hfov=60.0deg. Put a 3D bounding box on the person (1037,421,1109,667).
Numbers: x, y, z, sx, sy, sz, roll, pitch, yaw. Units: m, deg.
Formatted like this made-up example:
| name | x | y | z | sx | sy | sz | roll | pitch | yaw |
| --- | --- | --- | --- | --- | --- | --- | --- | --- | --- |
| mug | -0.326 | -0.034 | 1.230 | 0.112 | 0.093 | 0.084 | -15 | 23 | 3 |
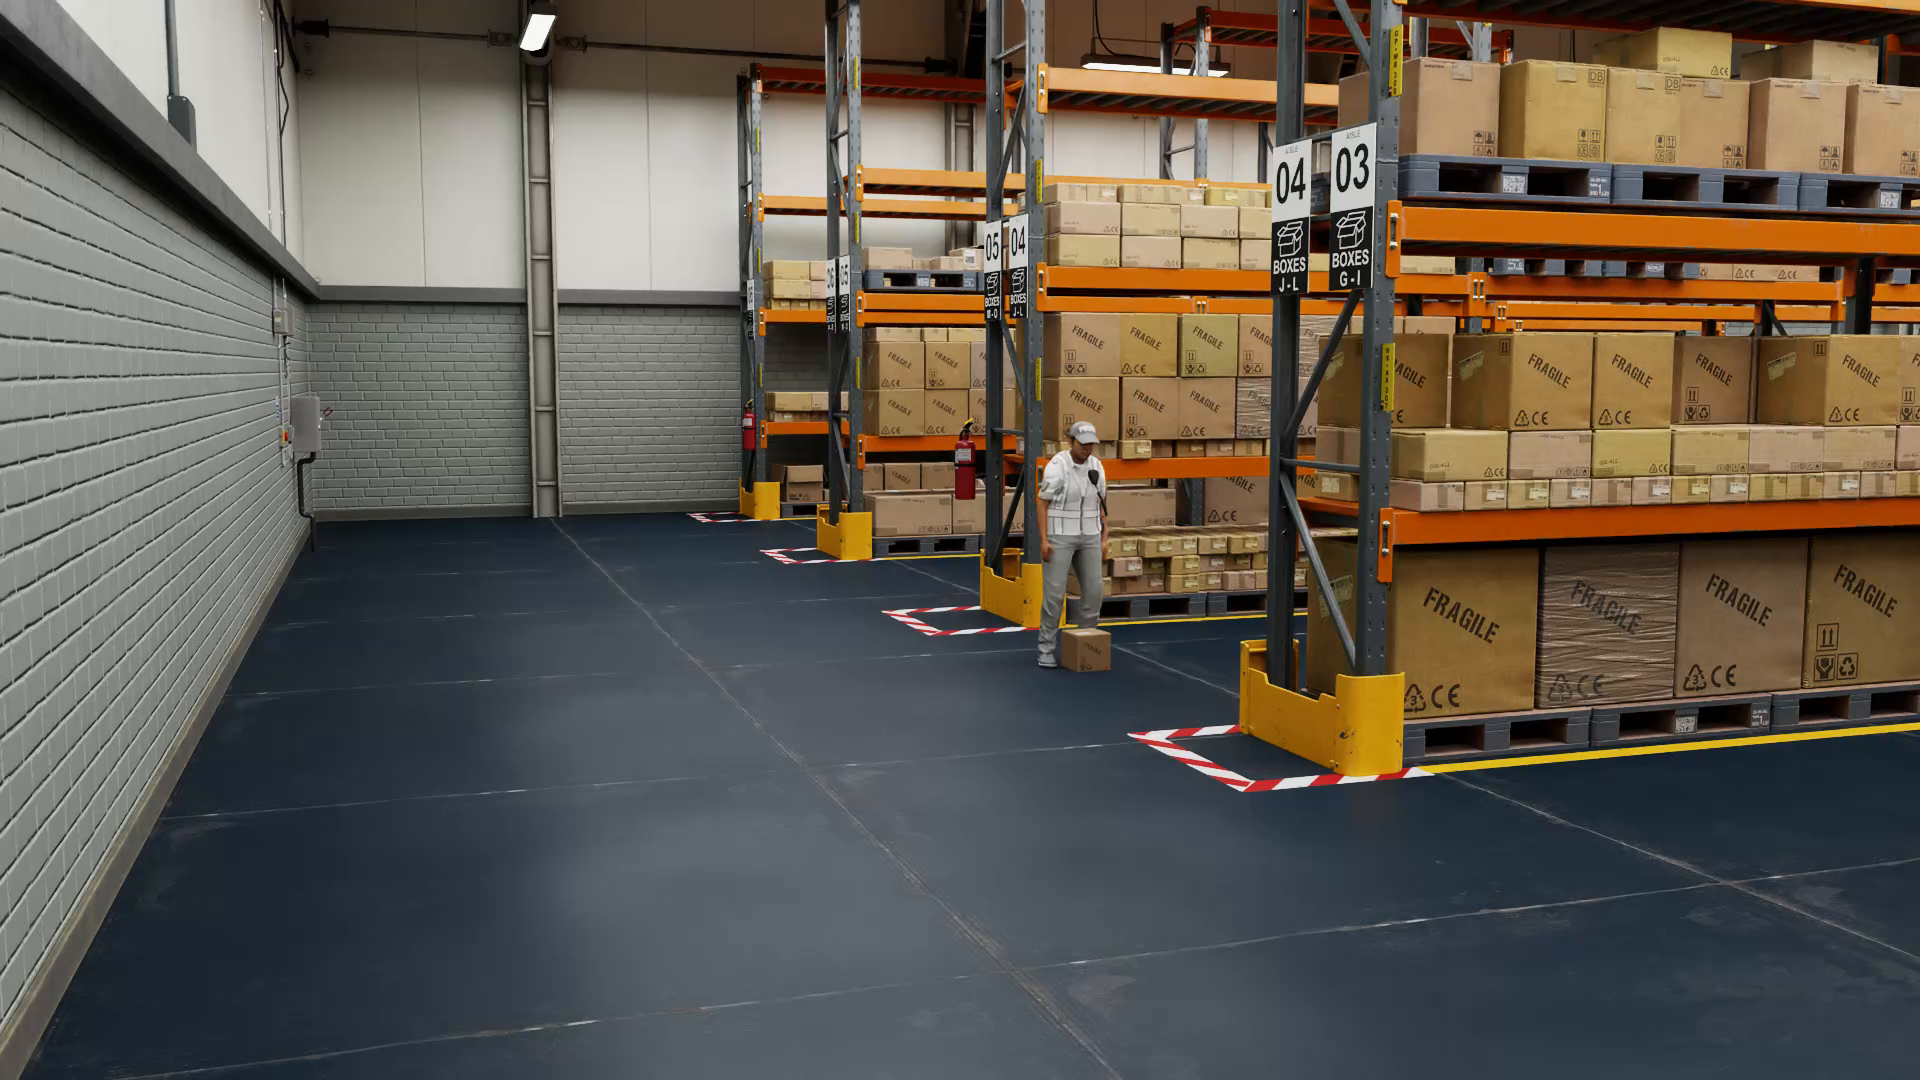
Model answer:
| name | x | y | z | sx | sy | sz | roll | pitch | yaw |
| --- | --- | --- | --- | --- | --- | --- | --- | --- | --- |
| person | 0.772 | 0.019 | 11.358 | 0.554 | 1.665 | 0.468 | -2 | 6 | -22 |
